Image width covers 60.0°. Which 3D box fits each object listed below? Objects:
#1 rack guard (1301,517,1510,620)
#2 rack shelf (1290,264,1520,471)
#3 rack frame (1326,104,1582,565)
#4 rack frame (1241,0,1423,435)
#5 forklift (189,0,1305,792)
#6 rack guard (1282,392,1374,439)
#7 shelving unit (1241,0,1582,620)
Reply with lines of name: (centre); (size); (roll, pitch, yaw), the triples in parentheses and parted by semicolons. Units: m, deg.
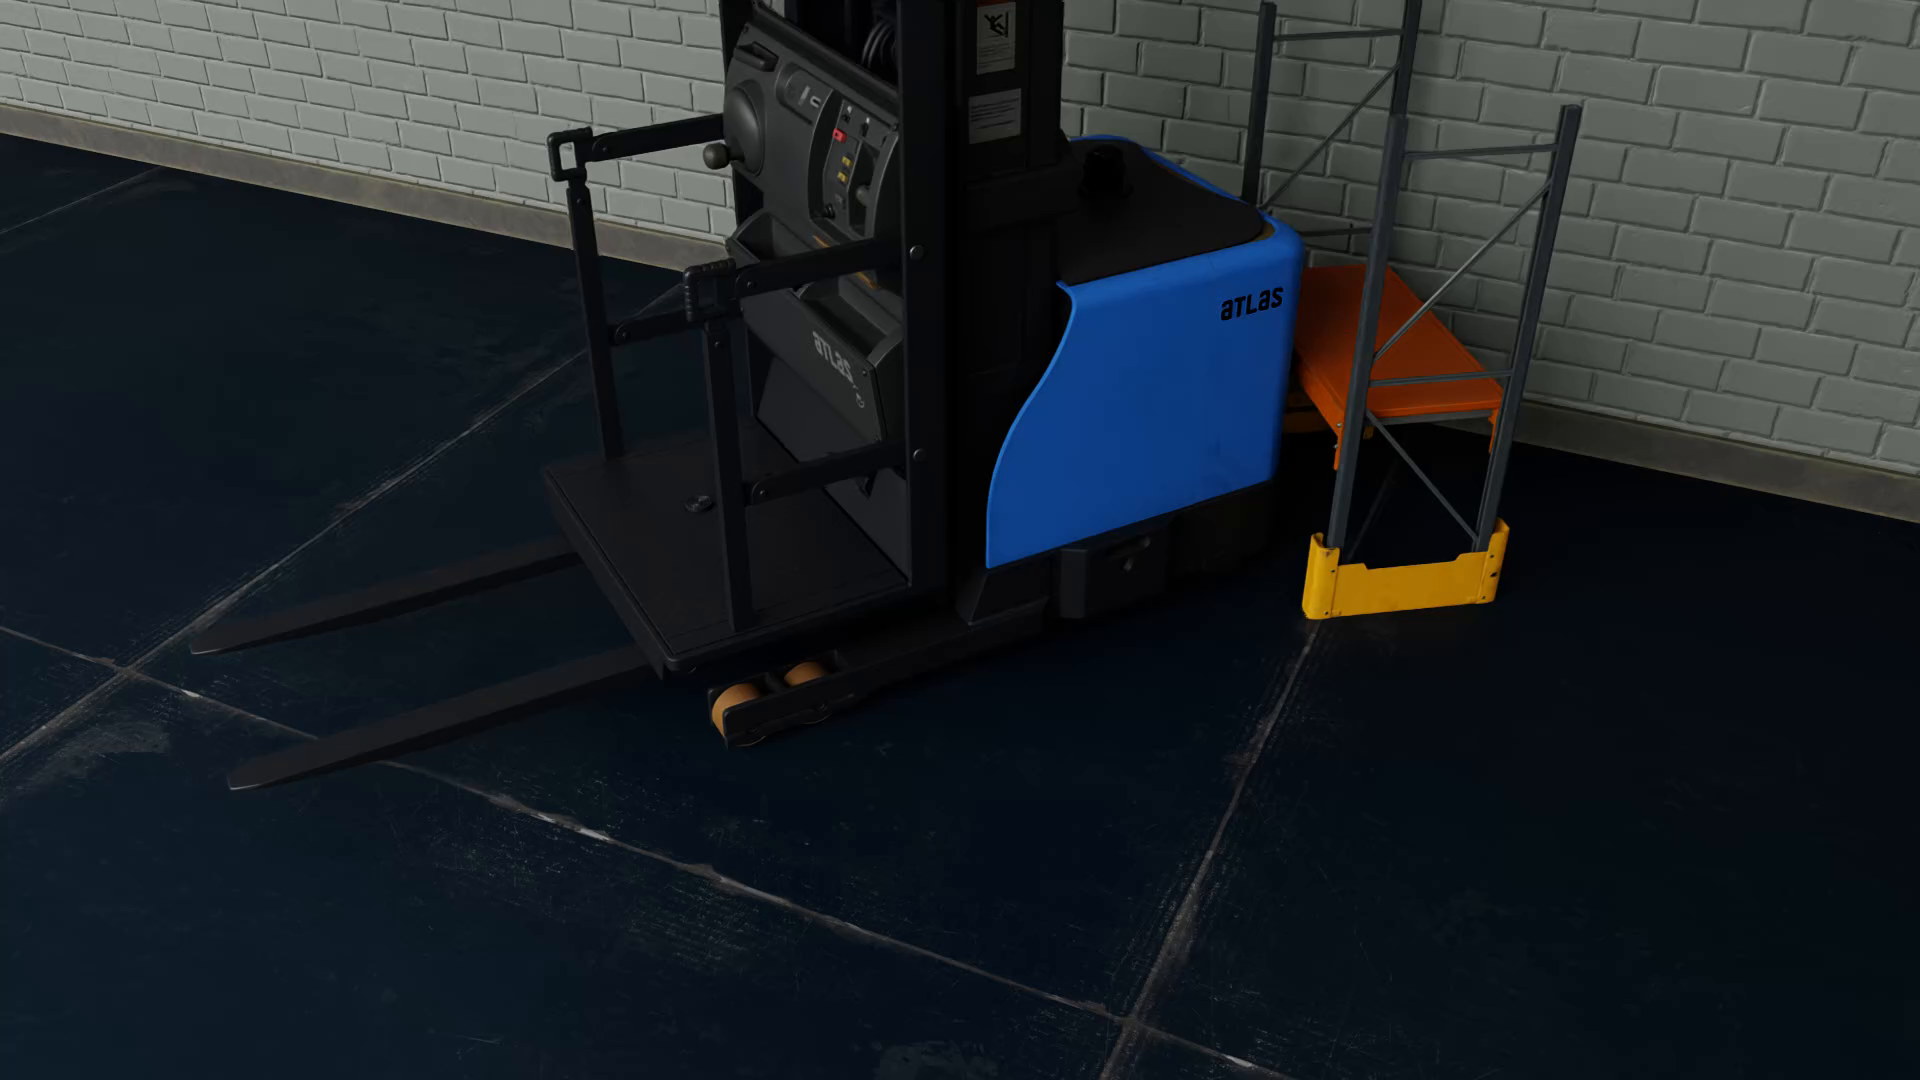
rack guard: (1.309, 0.083, 4.896); (0.587, 0.250, 0.087); (-5, 34, -8)
rack shelf: (1.227, -0.564, 5.070); (0.538, 0.185, 1.000); (-5, 34, -8)
rack frame: (1.310, -0.439, 4.552); (0.500, 1.500, 0.032); (-5, 34, -8)
rack frame: (1.144, -0.989, 5.391); (0.500, 1.500, 0.032); (-5, 34, -8)
forklift: (-0.567, -1.009, 4.116); (3.031, 2.935, 1.130); (-17, 37, -24)
rack guard: (1.147, -0.456, 5.718); (0.587, 0.250, 0.087); (-5, 34, -8)
shelving unit: (1.228, -0.709, 4.964); (0.587, 1.500, 1.083); (-5, 34, -8)
